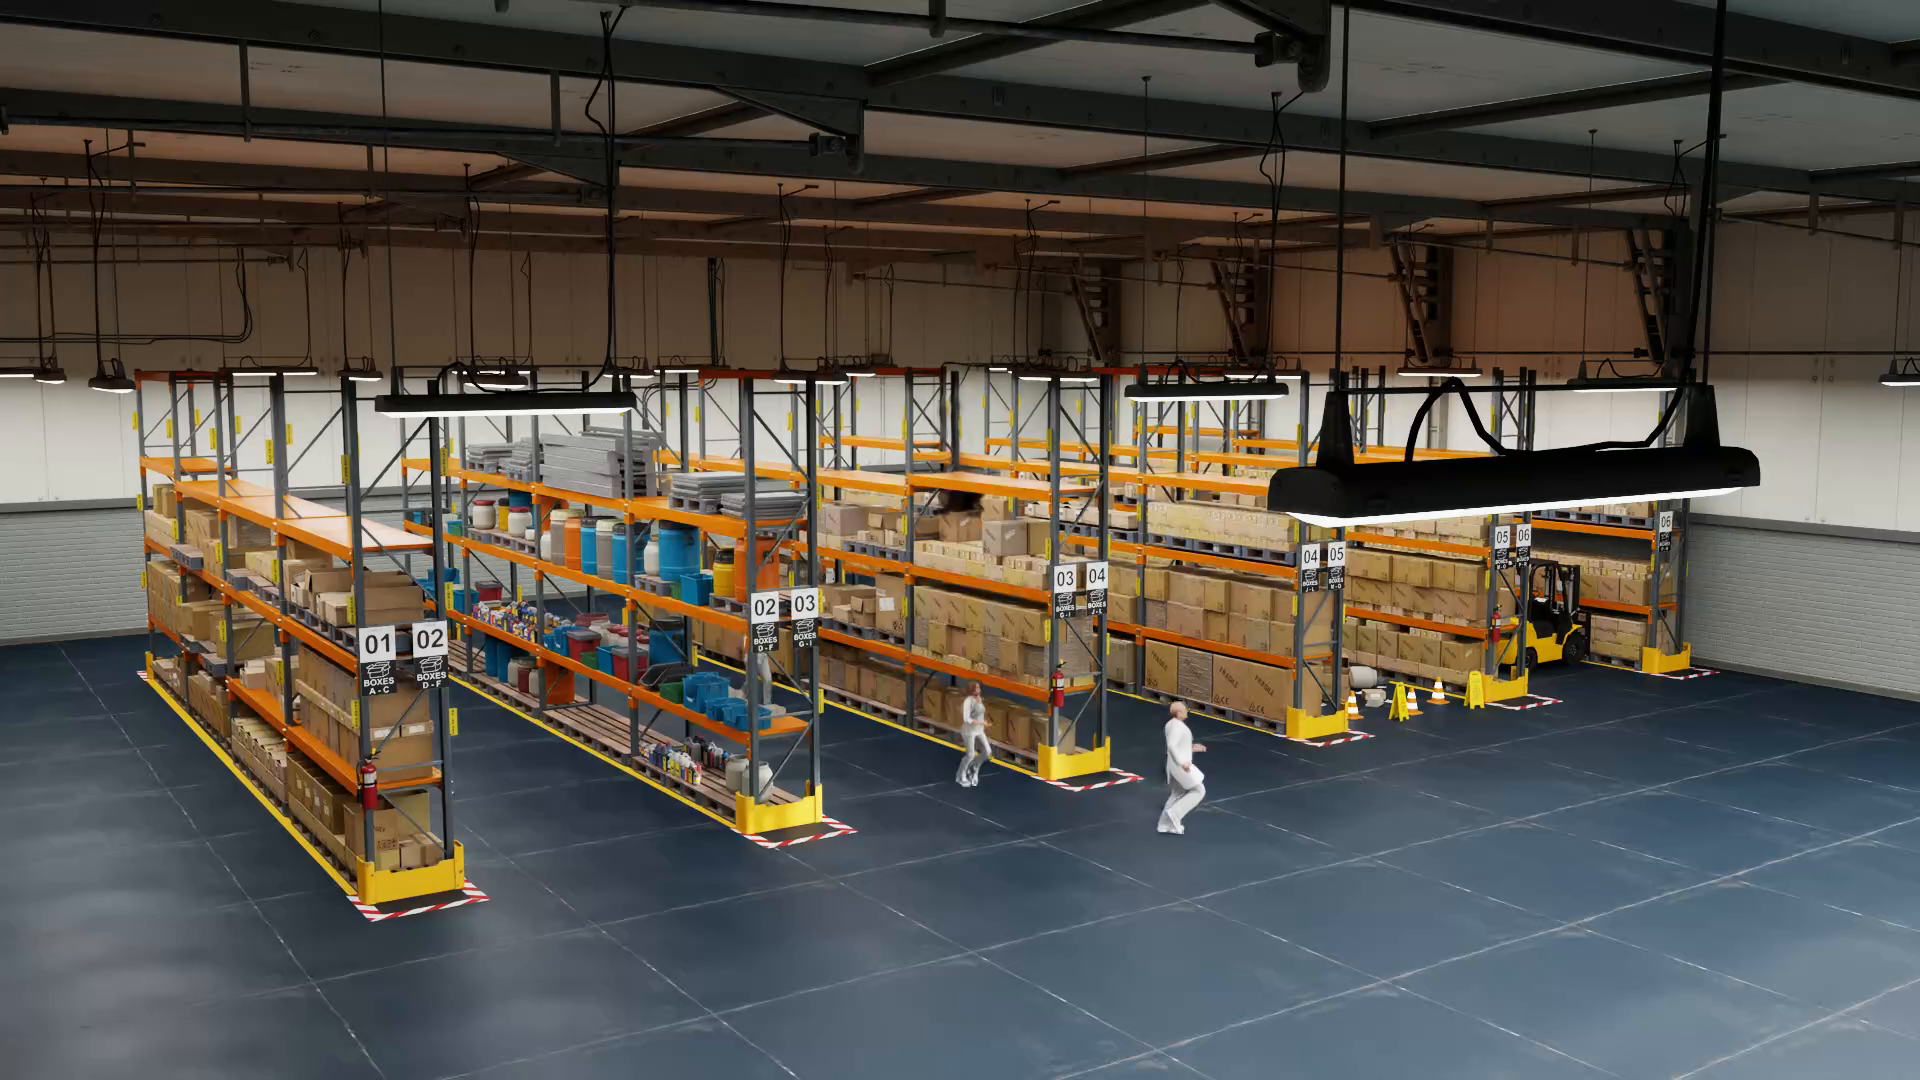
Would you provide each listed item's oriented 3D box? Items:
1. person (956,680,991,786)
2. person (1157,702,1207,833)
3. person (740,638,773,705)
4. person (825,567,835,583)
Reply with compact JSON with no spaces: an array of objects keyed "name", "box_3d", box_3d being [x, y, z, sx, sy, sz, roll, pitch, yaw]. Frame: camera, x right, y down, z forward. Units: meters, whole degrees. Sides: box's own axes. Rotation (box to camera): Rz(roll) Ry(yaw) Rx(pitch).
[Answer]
[{"name":"person","box_3d":[0.223,2.819,24.190,0.628,1.589,0.559,4,8,34]},{"name":"person","box_3d":[2.936,2.992,21.868,0.677,1.742,0.695,-1,7,-11]},{"name":"person","box_3d":[-3.610,2.202,29.409,0.627,1.703,0.936,-6,9,-44]},{"name":"person","box_3d":[-3.205,0.780,41.763,0.710,1.696,0.678,-1,7,-13]}]
